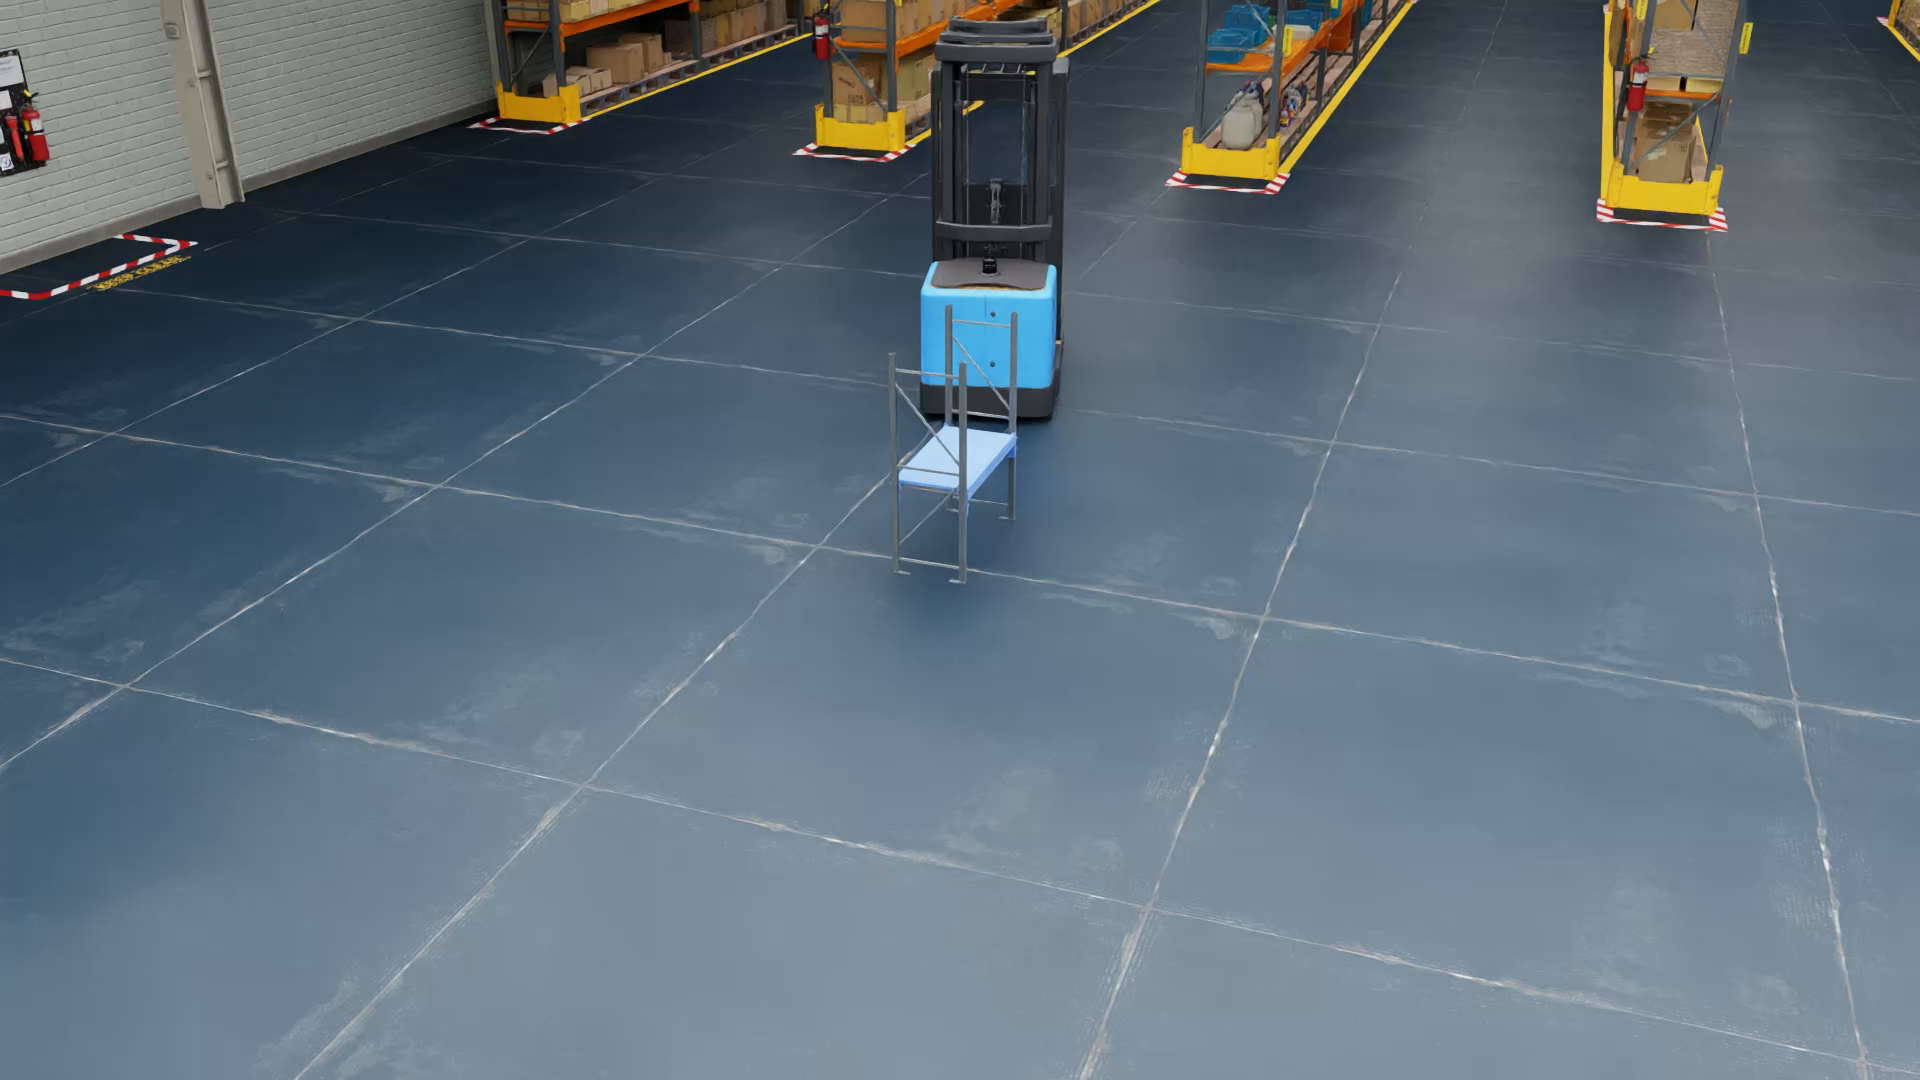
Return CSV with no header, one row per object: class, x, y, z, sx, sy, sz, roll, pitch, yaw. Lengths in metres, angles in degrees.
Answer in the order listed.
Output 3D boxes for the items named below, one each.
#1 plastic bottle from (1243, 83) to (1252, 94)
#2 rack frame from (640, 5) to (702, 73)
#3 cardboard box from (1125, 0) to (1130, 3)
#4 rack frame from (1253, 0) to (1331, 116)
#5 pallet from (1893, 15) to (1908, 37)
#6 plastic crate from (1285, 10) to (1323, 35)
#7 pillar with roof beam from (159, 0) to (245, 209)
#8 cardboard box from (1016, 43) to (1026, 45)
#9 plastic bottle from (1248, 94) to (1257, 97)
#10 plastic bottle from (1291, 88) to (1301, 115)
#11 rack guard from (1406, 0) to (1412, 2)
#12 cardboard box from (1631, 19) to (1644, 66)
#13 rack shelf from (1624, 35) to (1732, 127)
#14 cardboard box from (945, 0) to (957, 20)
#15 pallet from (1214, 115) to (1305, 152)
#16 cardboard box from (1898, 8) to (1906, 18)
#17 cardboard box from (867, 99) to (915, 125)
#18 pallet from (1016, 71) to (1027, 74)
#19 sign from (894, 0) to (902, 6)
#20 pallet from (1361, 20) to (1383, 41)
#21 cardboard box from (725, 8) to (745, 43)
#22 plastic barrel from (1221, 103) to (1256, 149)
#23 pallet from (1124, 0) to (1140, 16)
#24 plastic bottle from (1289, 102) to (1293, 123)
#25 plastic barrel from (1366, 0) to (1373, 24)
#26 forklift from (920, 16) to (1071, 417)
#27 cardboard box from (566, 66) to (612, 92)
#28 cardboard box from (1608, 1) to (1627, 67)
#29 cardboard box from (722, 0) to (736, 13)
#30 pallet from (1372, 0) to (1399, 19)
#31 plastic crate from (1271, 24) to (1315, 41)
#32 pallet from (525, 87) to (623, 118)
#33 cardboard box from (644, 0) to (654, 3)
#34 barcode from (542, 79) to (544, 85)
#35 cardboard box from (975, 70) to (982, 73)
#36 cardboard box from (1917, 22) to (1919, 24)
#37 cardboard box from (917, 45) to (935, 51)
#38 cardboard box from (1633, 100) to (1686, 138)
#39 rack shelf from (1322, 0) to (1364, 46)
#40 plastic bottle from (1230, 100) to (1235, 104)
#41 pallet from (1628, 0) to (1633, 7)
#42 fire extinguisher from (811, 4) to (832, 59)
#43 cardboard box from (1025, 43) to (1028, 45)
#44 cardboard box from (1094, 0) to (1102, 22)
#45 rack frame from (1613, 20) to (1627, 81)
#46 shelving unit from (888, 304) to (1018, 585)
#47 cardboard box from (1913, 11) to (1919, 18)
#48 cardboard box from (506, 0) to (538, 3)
plastic bottle,3.970,-6.169,23.083,0.144,0.351,0.185,8,27,15
rack frame,-4.650,-8.949,26.290,1.000,3.000,0.127,9,27,17
cardboard box,3.029,-10.648,32.381,0.500,0.311,0.500,9,27,17
rack frame,4.693,-7.512,23.323,1.000,3.000,0.127,9,27,17
pallet,17.671,-9.349,30.317,1.003,0.211,1.213,9,27,17
plastic crate,4.581,-6.951,22.335,0.499,0.251,0.616,9,27,17
pillar with roof beam,-4.500,-7.328,16.059,9.100,9.000,0.400,9,27,17
cardboard box,0.738,-7.987,26.334,0.500,0.311,0.500,8,27,16
plastic bottle,3.977,-5.949,22.716,0.152,0.276,0.135,9,27,17
plastic bottle,4.579,-6.000,22.734,0.144,0.351,0.185,9,27,17
rack guard,8.682,-11.330,34.077,1.175,0.500,0.348,9,27,17
cardboard box,8.295,-5.774,19.277,0.875,0.500,0.500,9,27,17
rack shelf,8.698,-5.648,20.299,1.077,0.370,4.000,9,27,17
cardboard box,-0.459,-7.670,23.535,0.700,0.500,0.500,9,27,18
pallet,4.026,-5.484,22.334,1.003,0.211,1.213,9,27,17
cardboard box,17.524,-9.701,30.634,0.380,0.149,0.250,9,27,18
cardboard box,-0.920,-5.728,22.311,0.500,0.250,0.500,9,27,17
pallet,0.636,-7.788,27.093,1.003,0.211,1.213,9,27,17
sign,-0.787,-6.930,21.037,0.100,0.325,0.005,9,27,17
pallet,7.059,-9.233,30.078,1.003,0.211,1.213,9,27,17
cardboard box,-4.088,-8.750,28.243,0.700,0.500,0.500,9,27,18
plastic barrel,3.509,-5.219,20.960,0.421,0.512,0.421,0,26,0
pallet,2.915,-10.546,32.790,1.003,0.211,1.213,9,27,17
plastic bottle,4.406,-5.720,22.248,0.097,0.271,0.097,0,26,0
plastic barrel,7.158,-9.823,30.022,0.600,0.901,0.708,9,27,17
forklift,0.334,-2.895,13.865,1.130,2.935,3.031,2,26,5
cardboard box,-5.476,-6.798,24.429,0.500,0.311,0.500,11,28,22
cardboard box,10.944,-7.951,26.185,1.225,0.875,0.875,7,27,15
cardboard box,-4.107,-9.060,28.023,0.500,0.250,0.500,8,27,16
pallet,7.967,-10.355,32.395,1.003,0.211,1.213,9,27,17
plastic crate,4.391,-6.689,21.926,0.530,0.136,0.437,9,27,17
pallet,-5.652,-6.410,24.246,1.003,0.211,1.213,9,27,17
cardboard box,-4.848,-8.239,24.974,0.500,0.250,0.500,9,27,17
barcode,-6.037,-6.634,24.079,0.001,0.075,0.075,9,27,17
cardboard box,0.075,-6.961,24.858,0.500,0.250,0.500,9,27,17
cardboard box,16.973,-8.960,29.102,0.380,0.149,0.250,9,27,18
cardboard box,-0.418,-6.681,23.420,0.500,0.500,0.500,9,27,17
cardboard box,9.009,-5.463,21.477,0.500,0.500,0.500,19,32,34
rack shelf,5.358,-8.010,25.177,1.077,0.370,4.000,9,27,17
plastic bottle,3.669,-5.758,22.321,0.152,0.276,0.135,9,27,18
pallet,10.558,-8.043,24.639,1.213,0.211,1.003,9,27,17
fire extinguisher,-1.785,-6.572,21.470,0.296,0.674,0.183,9,27,17
cardboard box,0.902,-7.945,26.891,0.500,0.250,0.500,9,27,18
cardboard box,2.284,-9.731,30.269,0.500,0.500,0.500,8,27,16
rack frame,10.695,-8.437,25.234,1.000,3.000,0.127,9,27,17
shelving unit,-0.028,-0.640,10.851,0.538,1.500,1.048,9,27,17
cardboard box,17.255,-9.396,29.662,0.380,0.149,0.250,7,27,15
cardboard box,-6.024,-7.808,23.224,0.500,0.500,0.500,8,27,17
